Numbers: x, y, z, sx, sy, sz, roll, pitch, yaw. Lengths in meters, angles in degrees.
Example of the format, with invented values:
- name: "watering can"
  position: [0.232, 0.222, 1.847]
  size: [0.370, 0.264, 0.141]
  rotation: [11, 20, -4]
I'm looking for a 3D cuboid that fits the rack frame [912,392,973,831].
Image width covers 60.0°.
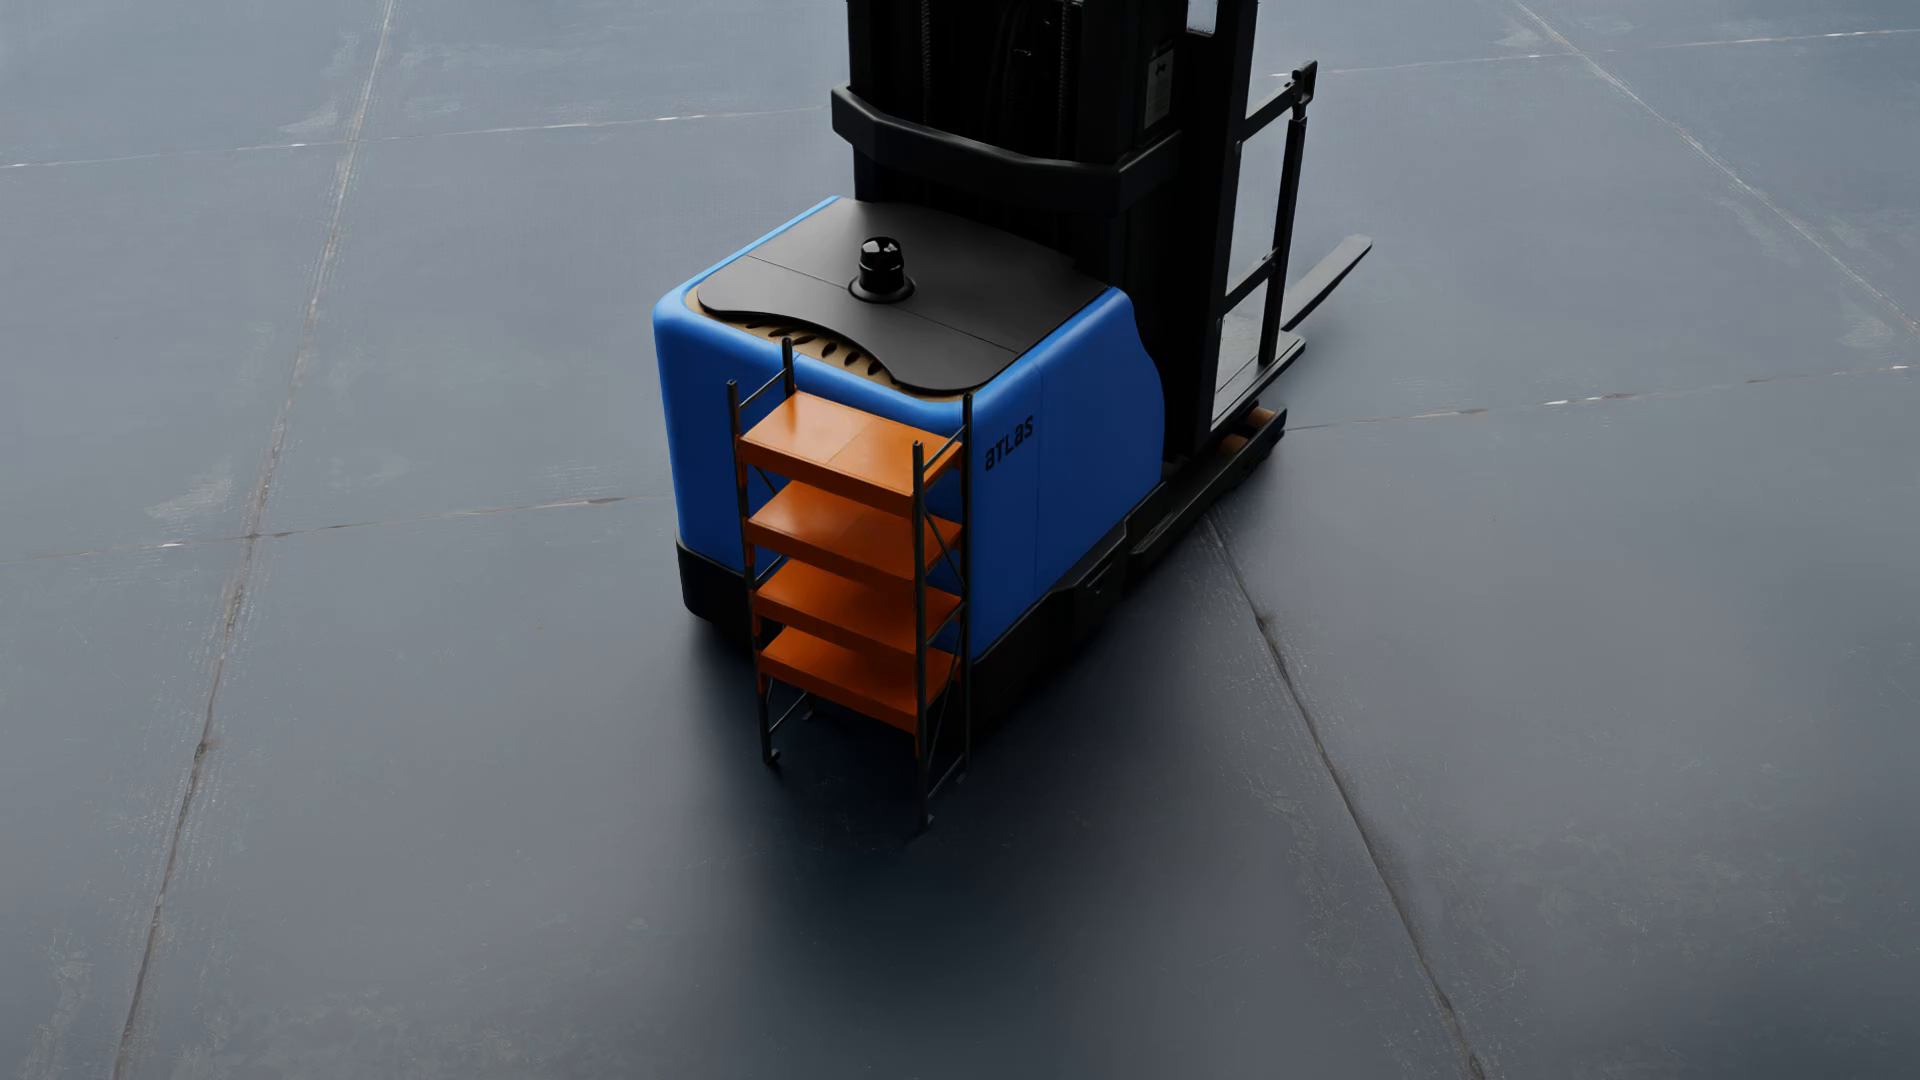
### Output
- name: "rack frame"
  position: [-0.038, 0.209, 4.002]
  size: [0.015, 1.200, 0.240]
  rotation: [19, 41, 23]

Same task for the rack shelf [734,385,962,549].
- name: "rack shelf"
  position: [-0.250, -0.176, 3.857]
  size: [0.480, 0.148, 0.258]
  rotation: [19, 41, 23]

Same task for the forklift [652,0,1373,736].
- name: "forklift"
  position: [0.440, -1.494, 4.784]
  size: [1.130, 2.935, 3.031]
  rotation: [23, 43, 27]

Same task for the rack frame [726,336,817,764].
- name: "rack frame"
  position: [-0.463, 0.061, 4.192]
  size: [0.015, 1.200, 0.240]
  rotation: [19, 41, 23]

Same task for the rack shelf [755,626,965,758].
- name: "rack shelf"
  position: [-0.251, 0.346, 4.259]
  size: [0.480, 0.148, 0.258]
  rotation: [19, 41, 23]

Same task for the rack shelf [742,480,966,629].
- name: "rack shelf"
  position: [-0.250, 0.011, 4.002]
  size: [0.480, 0.148, 0.258]
  rotation: [19, 41, 23]

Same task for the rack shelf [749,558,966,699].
- name: "rack shelf"
  position: [-0.251, 0.188, 4.138]
  size: [0.480, 0.148, 0.258]
  rotation: [19, 41, 23]

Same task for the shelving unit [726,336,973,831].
- name: "shelving unit"
  position: [-0.251, 0.135, 4.097]
  size: [0.503, 1.200, 0.258]
  rotation: [19, 41, 23]
